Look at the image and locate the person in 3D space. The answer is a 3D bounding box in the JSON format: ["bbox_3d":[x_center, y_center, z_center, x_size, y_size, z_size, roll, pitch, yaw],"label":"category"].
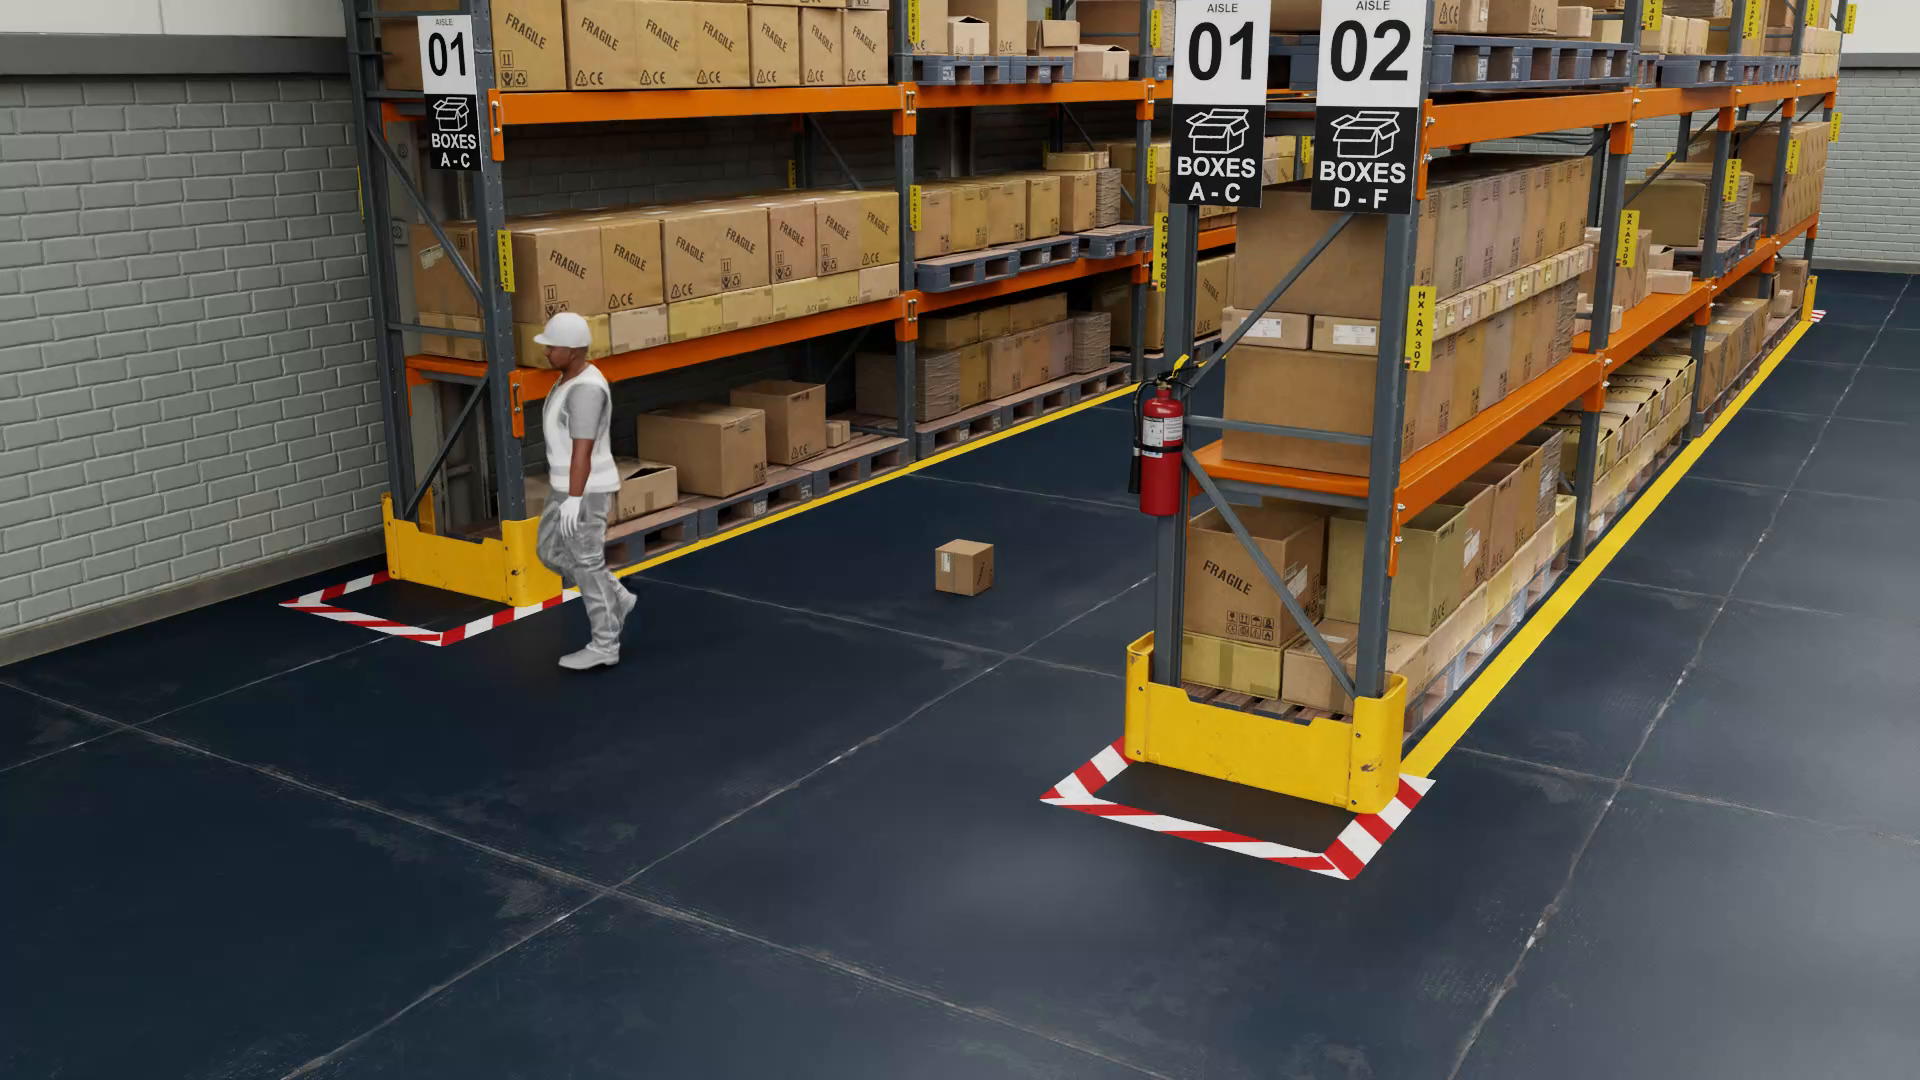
[{"bbox_3d":[-1.912,-0.243,8.267,0.469,1.788,0.598,-6,17,-19],"label":"person"}]
